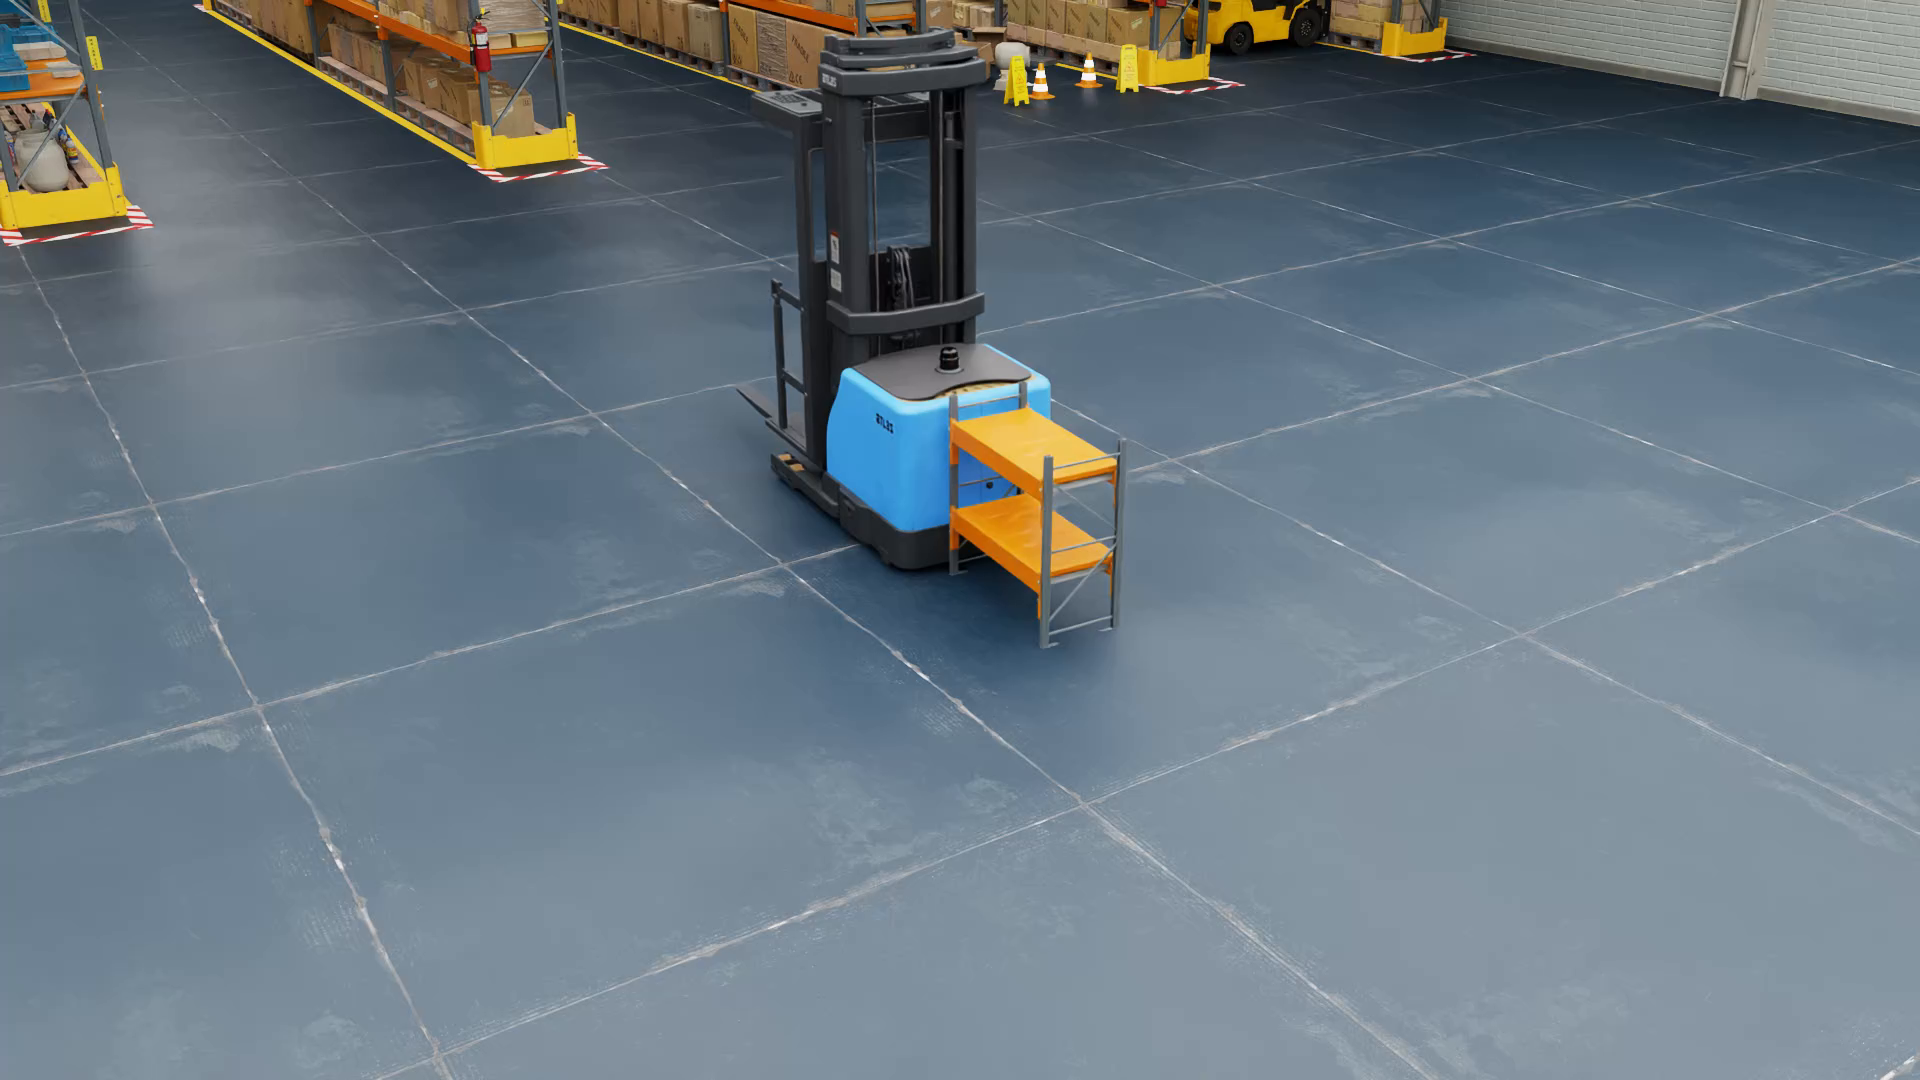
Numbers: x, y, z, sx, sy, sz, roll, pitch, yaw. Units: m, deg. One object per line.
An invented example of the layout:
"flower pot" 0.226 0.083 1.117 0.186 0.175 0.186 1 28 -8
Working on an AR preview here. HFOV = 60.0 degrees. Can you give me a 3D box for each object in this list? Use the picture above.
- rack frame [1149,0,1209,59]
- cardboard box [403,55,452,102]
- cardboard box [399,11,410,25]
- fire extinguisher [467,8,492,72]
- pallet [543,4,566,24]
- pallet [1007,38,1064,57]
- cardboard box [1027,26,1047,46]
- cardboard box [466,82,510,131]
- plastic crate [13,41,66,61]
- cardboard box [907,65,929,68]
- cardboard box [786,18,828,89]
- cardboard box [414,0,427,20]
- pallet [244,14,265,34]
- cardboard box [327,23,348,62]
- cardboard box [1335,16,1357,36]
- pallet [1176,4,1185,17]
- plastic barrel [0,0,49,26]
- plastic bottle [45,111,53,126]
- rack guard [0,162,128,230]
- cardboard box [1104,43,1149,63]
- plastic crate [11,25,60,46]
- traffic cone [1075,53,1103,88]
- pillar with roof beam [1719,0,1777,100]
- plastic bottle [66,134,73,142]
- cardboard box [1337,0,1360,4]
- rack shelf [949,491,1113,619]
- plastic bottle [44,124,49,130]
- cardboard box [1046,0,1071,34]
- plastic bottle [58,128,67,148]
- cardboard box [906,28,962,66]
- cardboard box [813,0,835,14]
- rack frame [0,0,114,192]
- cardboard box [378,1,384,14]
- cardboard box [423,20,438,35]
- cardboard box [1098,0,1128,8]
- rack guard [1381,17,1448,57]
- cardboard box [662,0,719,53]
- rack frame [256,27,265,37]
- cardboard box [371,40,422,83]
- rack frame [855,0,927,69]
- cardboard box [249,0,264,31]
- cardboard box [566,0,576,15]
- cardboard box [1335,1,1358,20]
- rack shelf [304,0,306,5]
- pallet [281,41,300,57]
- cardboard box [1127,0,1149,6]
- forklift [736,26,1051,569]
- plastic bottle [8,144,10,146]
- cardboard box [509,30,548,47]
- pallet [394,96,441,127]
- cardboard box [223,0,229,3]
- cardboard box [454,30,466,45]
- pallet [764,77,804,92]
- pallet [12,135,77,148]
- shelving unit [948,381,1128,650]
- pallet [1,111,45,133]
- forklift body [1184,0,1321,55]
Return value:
"rack frame" 3.200 -8.152 24.005 1.000 3.000 0.127 -16 29 -30
"cardboard box" -7.102 -6.181 22.265 0.500 0.500 0.500 -17 30 -31
"cardboard box" -6.890 -6.651 21.120 0.380 0.149 0.250 -16 29 -30
"fire extinguisher" -5.427 -5.659 18.815 0.296 0.674 0.183 -16 29 -30
"pallet" -7.017 -9.716 30.583 1.003 0.211 1.213 -16 29 -30
"pallet" 1.413 -8.090 27.140 1.003 0.211 1.213 -16 29 -30
"cardboard box" 1.413 -8.067 26.554 0.500 0.250 0.500 -14 29 -27
"cardboard box" -5.785 -5.335 20.475 0.500 0.500 0.500 -8 26 -16
"plastic crate" -10.338 -5.478 18.650 0.530 0.136 0.437 -16 29 -30
"cardboard box" -0.594 -6.971 24.706 0.396 0.266 0.258 -10 27 -21
"cardboard box" -1.800 -6.733 22.996 0.875 0.875 0.875 -16 30 -30
"cardboard box" -6.254 -6.747 20.563 0.875 0.500 0.500 -16 29 -30
"pallet" -12.004 -9.164 29.415 1.003 0.211 1.213 -16 29 -30
"cardboard box" -9.088 -7.538 25.116 0.700 0.500 0.500 -17 30 -32
"cardboard box" 6.572 -8.531 27.537 0.500 0.250 0.500 -16 29 -30
"pallet" 4.738 -9.735 30.623 1.003 0.211 1.213 -16 29 -30
"plastic barrel" -11.394 -6.555 20.034 0.600 0.901 0.708 -16 29 -30
"plastic bottle" -10.739 -4.889 19.679 0.144 0.351 0.185 -17 30 -32
"rack guard" -9.334 -3.574 17.236 1.175 0.500 0.348 -16 29 -30
"cardboard box" 2.520 -7.334 25.000 0.500 0.250 0.500 -16 29 -30
"plastic crate" -10.605 -5.719 19.026 0.499 0.251 0.616 -16 29 -30
"traffic cone" 1.884 -6.858 24.236 0.336 0.463 0.334 -16 29 -30
"pillar with roof beam" 7.400 -9.333 19.479 9.100 9.000 0.400 -16 29 -30
"plastic bottle" -10.090 -4.465 18.862 0.061 0.283 0.133 -15 29 -29
"cardboard box" 6.560 -8.982 27.321 0.500 0.250 0.500 -15 29 -29
"rack shelf" 0.409 0.060 9.377 0.538 0.278 1.000 -13 28 -26
"plastic bottle" -10.634 -4.709 19.379 0.061 0.283 0.133 -16 29 -30
"cardboard box" 1.696 -8.220 25.999 0.500 0.500 0.500 -14 29 -27
"plastic bottle" -10.334 -4.606 19.173 0.097 0.271 0.097 0 25 0
"cardboard box" -0.398 -7.456 25.295 0.797 0.637 0.503 -16 29 -30
"cardboard box" -1.451 -7.344 22.118 0.875 0.550 0.550 -16 29 -30
"rack frame" -9.253 -4.689 16.668 1.000 3.000 0.127 -16 29 -30
"cardboard box" -7.421 -7.013 21.886 0.380 0.149 0.250 -16 29 -30
"cardboard box" -6.339 -6.295 20.365 0.380 0.149 0.250 -16 29 -30
"cardboard box" 2.287 -8.073 24.927 0.380 0.149 0.250 -15 29 -28
"rack guard" 7.370 -8.171 26.974 1.175 0.500 0.348 -16 29 -30
"cardboard box" -4.014 -8.113 26.065 1.050 0.750 0.750 -16 29 -30
"rack frame" -11.654 -10.135 28.205 1.000 3.000 0.127 -16 29 -30
"cardboard box" -7.849 -6.742 23.430 0.700 0.500 0.500 -16 29 -30
"rack frame" -0.892 -6.963 21.485 1.000 3.000 0.127 -16 29 -30
"cardboard box" -11.288 -9.140 28.094 1.225 0.875 0.875 -15 29 -29
"cardboard box" -6.674 -9.615 29.540 0.500 0.500 0.500 -15 29 -29
"cardboard box" 6.564 -8.766 27.449 0.500 0.250 0.500 -16 30 -30
"rack shelf" -10.562 -9.094 26.843 1.077 0.370 4.000 -16 29 -30
"pallet" -10.500 -8.179 27.328 1.003 0.211 1.213 -16 29 -30
"cardboard box" 2.689 -7.985 25.502 0.500 0.500 0.500 -17 30 -31
"forklift" -0.604 -1.746 10.516 1.130 2.935 3.031 -13 28 -26
"plastic bottle" -10.830 -4.425 18.873 0.097 0.201 0.097 0 25 0
"cardboard box" -5.059 -5.887 19.500 0.380 0.149 0.250 -16 29 -30
"pallet" -6.891 -5.781 22.248 1.003 0.211 1.213 -16 29 -30
"cardboard box" -13.421 -10.584 31.154 0.875 0.875 0.875 -16 29 -30
"cardboard box" -5.747 -5.950 19.635 0.380 0.149 0.250 -16 29 -30
"pallet" -2.056 -6.405 23.571 1.003 0.211 1.213 -16 29 -30
"pallet" -11.105 -4.608 19.765 1.003 0.211 1.213 -16 29 -30
"shelving unit" 0.409 -0.161 9.273 0.538 1.125 1.048 -13 28 -26
"pallet" -11.898 -5.130 20.870 1.003 0.211 1.213 -16 29 -30
"forklift body" 4.793 -9.180 27.176 2.313 2.155 1.214 -16 29 -30
